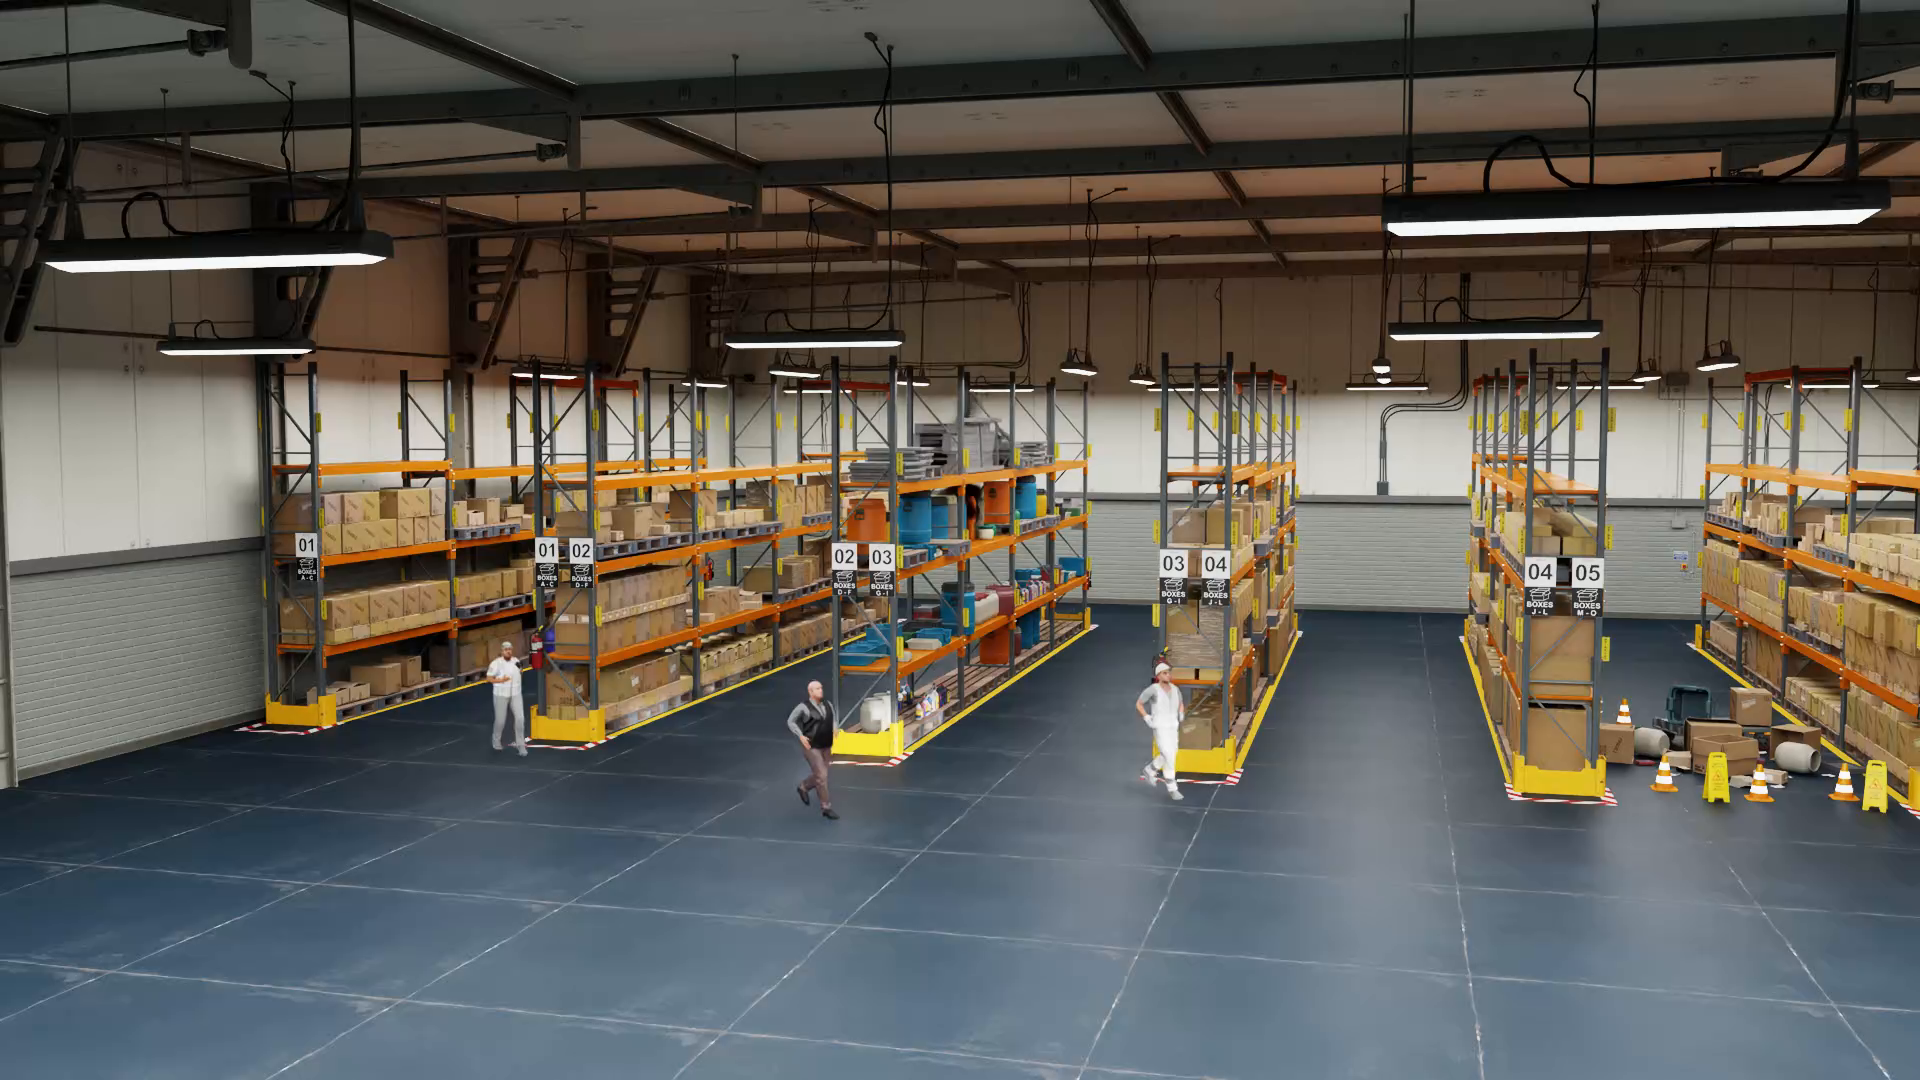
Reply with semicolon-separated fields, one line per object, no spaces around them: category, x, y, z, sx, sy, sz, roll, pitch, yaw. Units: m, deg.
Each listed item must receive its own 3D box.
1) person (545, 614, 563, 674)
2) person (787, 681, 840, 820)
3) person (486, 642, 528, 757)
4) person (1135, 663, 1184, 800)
person;-7.231;2.123;29.558;0.574;1.603;0.561;0;4;4
person;-1.820;2.645;21.144;0.889;1.709;0.671;4;6;44
person;-6.874;2.389;25.179;0.589;1.704;0.792;-3;5;-32
person;2.751;2.557;22.410;0.695;1.792;0.840;-3;5;-36
